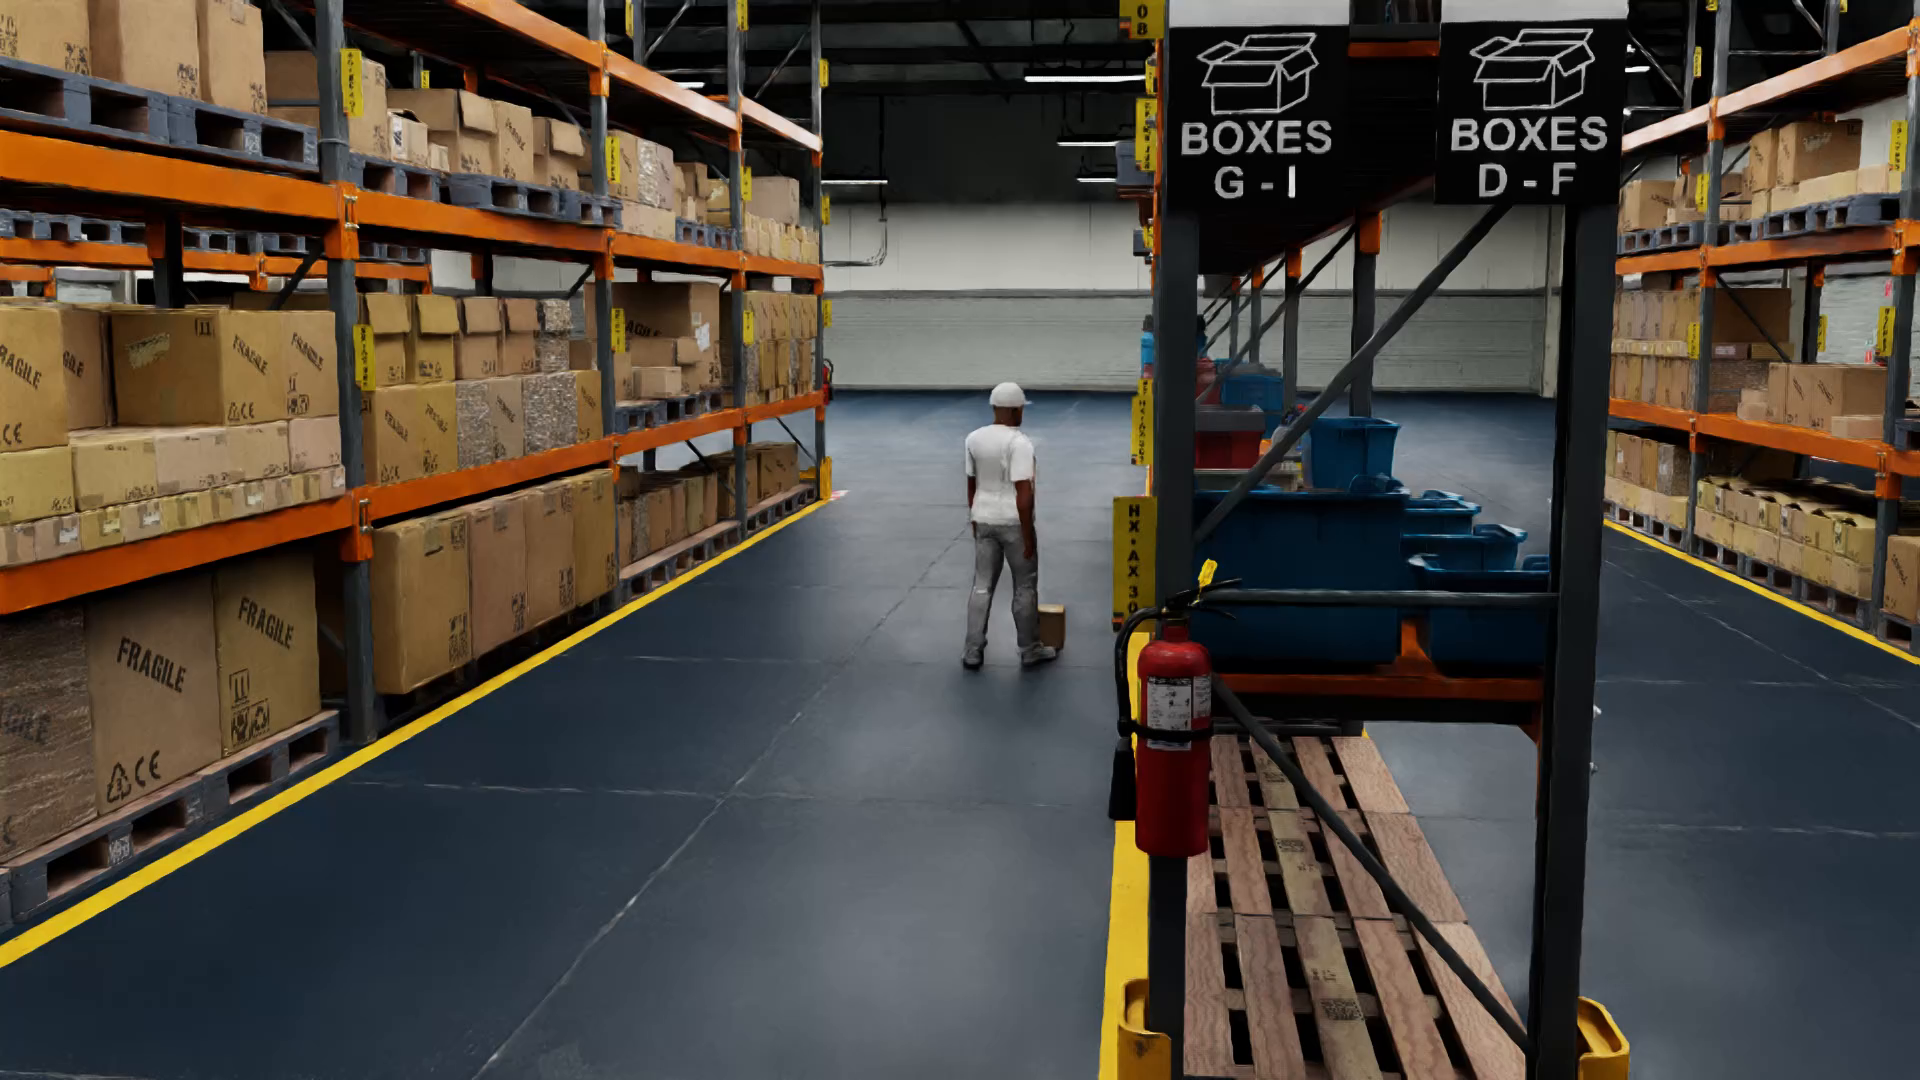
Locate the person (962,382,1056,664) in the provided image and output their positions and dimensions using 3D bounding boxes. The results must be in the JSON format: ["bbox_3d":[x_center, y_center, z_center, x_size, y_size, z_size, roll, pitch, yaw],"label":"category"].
[{"bbox_3d":[0.294,-0.103,10.432,0.578,1.767,0.657,6,10,39],"label":"person"}]
